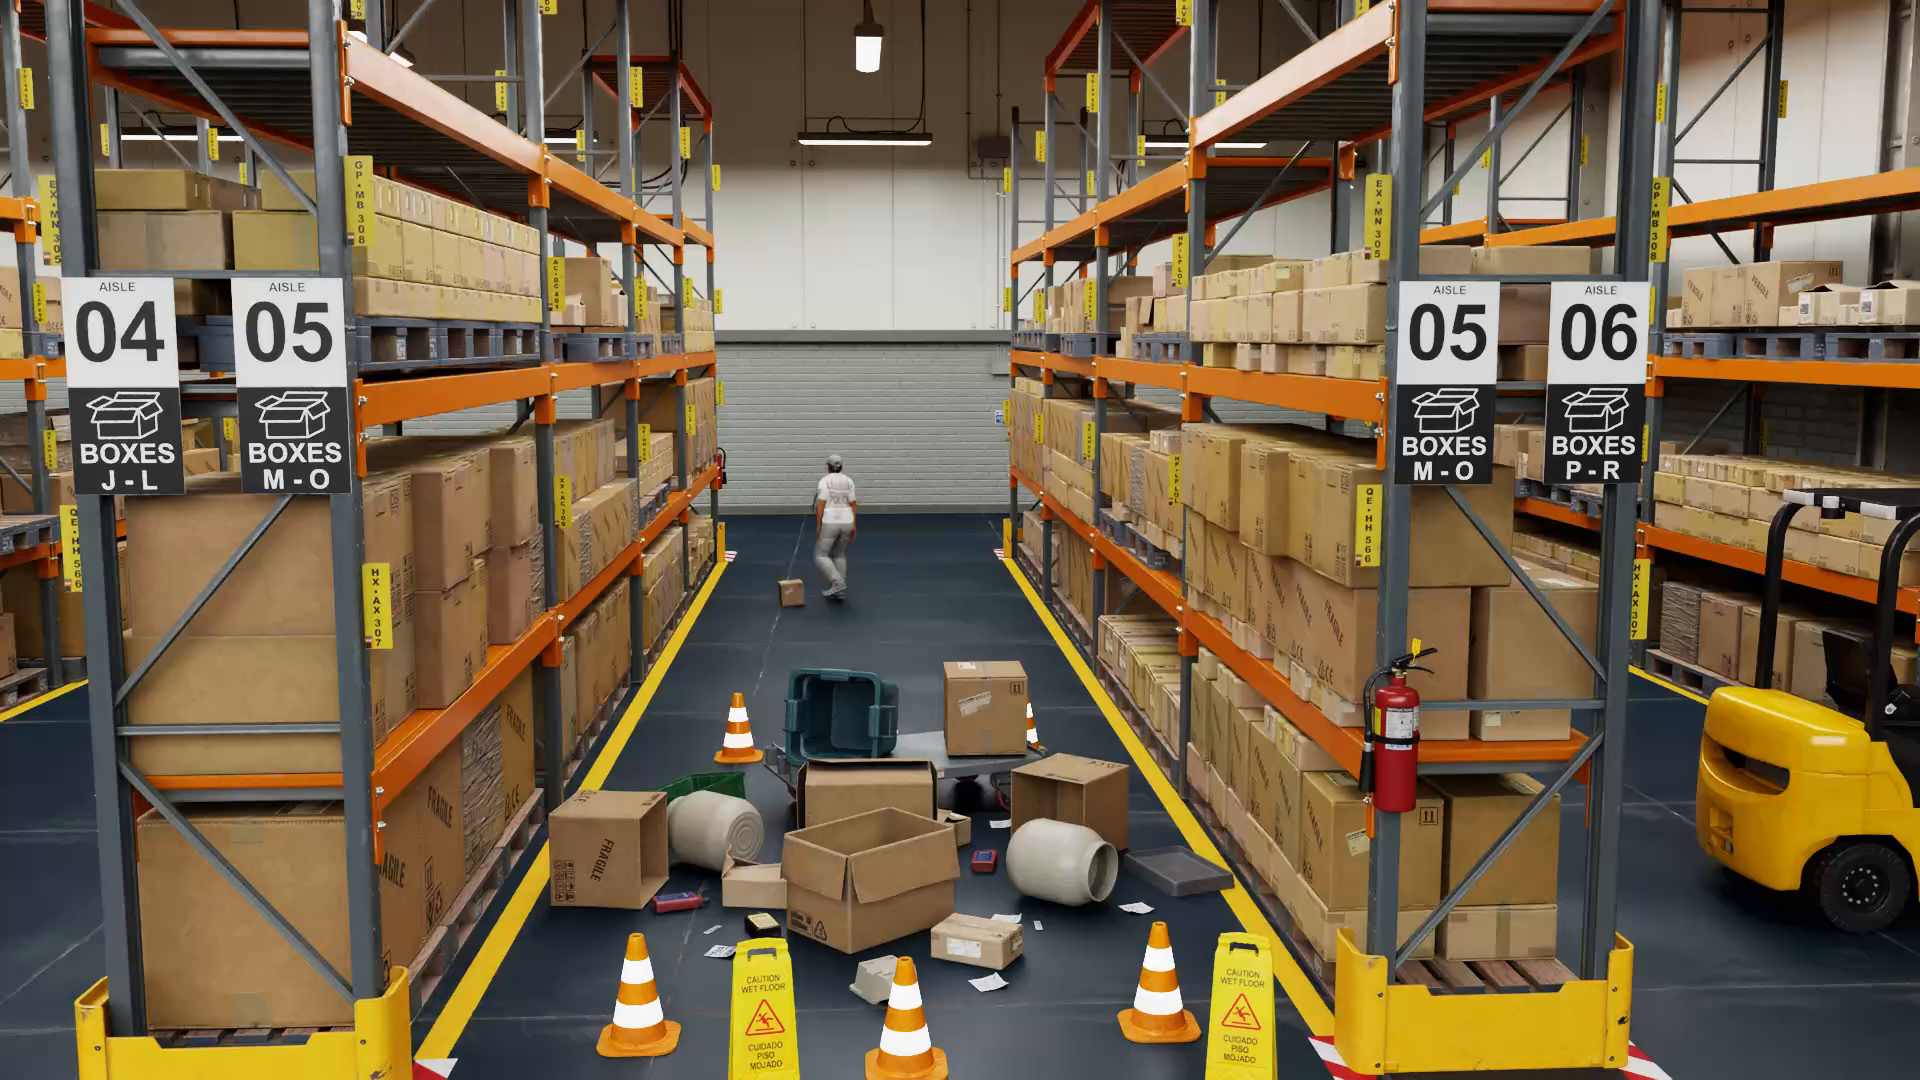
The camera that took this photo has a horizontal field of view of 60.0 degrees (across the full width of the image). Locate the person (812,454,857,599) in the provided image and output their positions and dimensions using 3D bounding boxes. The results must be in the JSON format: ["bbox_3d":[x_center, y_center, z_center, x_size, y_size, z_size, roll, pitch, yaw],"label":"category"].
[{"bbox_3d":[-1.403,-0.137,18.893,0.560,1.656,0.581,-5,9,-36],"label":"person"}]
